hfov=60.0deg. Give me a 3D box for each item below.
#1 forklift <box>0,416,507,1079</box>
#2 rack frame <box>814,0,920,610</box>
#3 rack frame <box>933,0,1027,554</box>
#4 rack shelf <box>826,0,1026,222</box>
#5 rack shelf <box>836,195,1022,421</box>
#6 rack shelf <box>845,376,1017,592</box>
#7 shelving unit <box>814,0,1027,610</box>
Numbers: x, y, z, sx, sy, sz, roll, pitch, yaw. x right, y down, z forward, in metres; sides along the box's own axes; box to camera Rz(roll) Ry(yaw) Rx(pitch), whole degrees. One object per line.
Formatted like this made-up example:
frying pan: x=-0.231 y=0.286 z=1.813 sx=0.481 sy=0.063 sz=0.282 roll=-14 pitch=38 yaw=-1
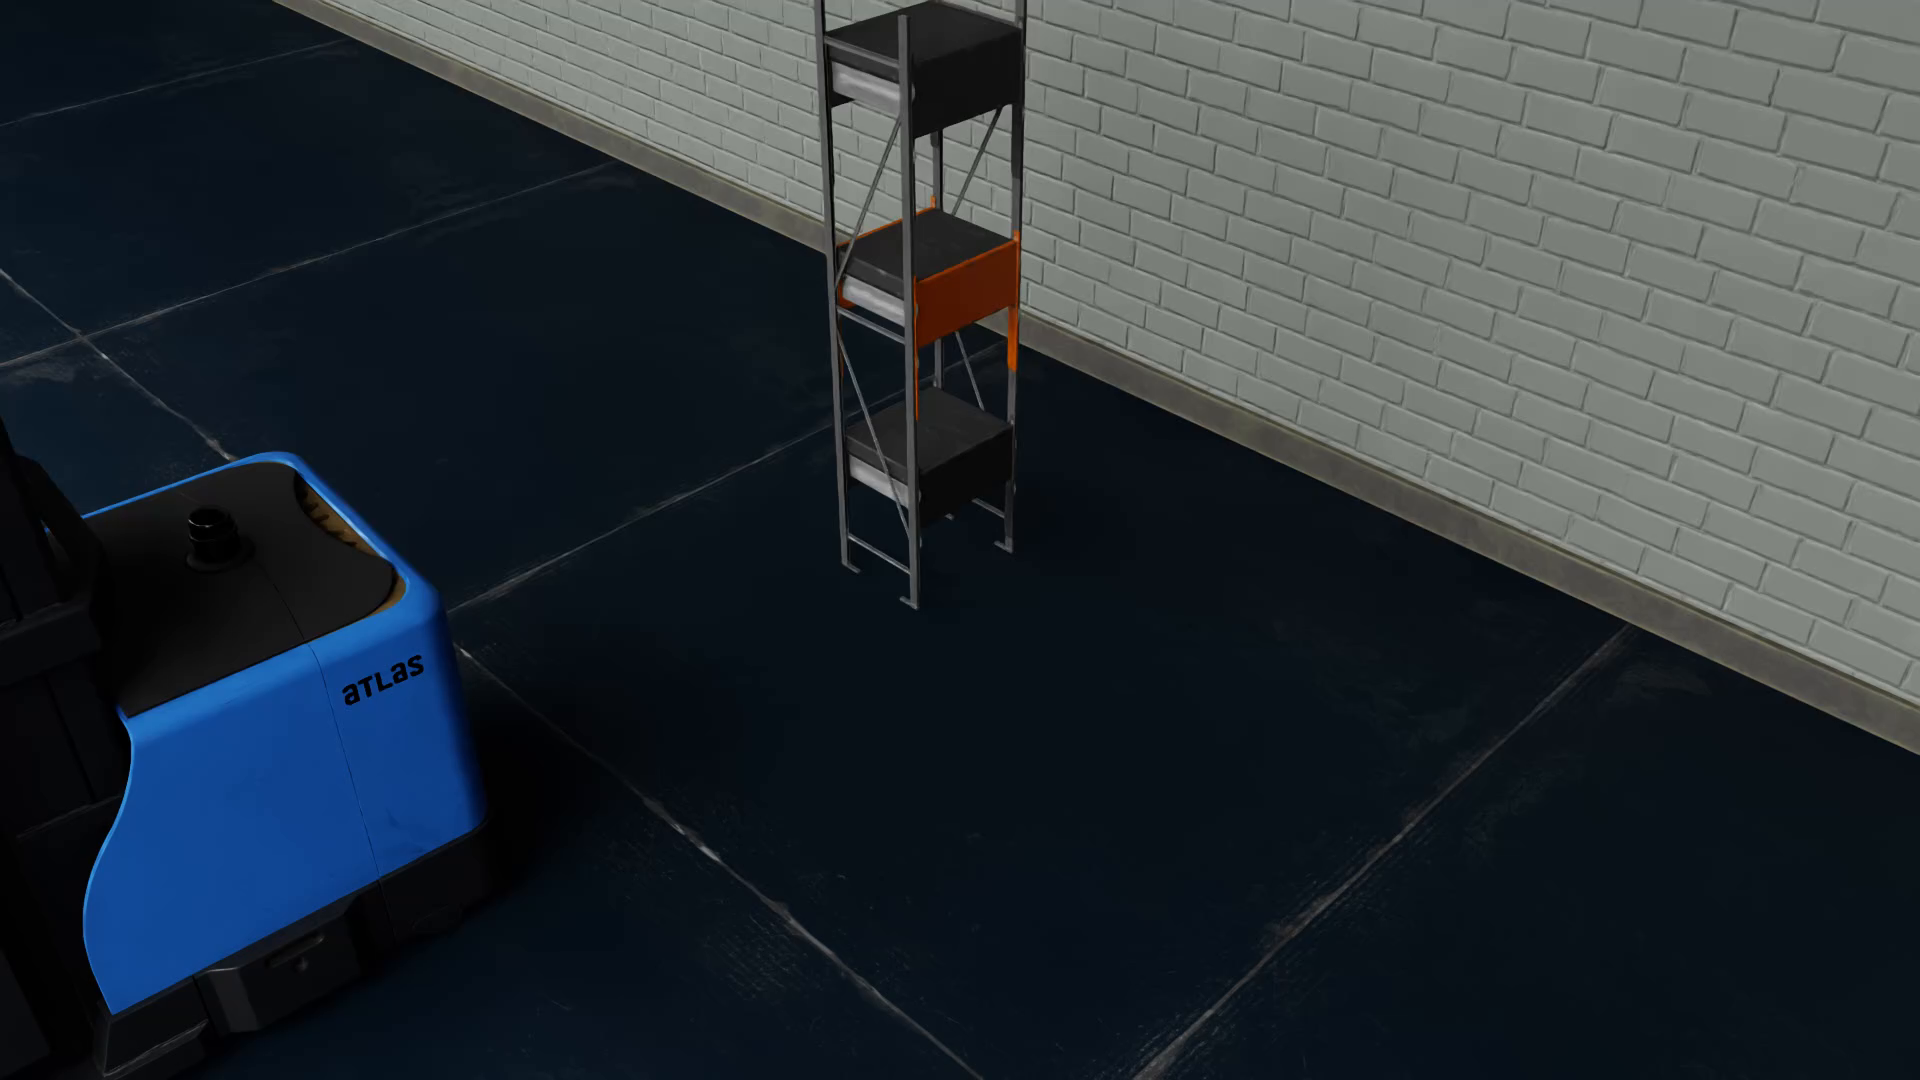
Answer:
forklift: x=-2.739 y=0.161 z=3.457 sx=3.031 sy=2.935 sz=1.130 roll=-26 pitch=43 yaw=-33
rack frame: x=-0.289 y=-0.695 z=5.411 sx=0.400 sy=2.100 sz=0.015 roll=30 pitch=45 yaw=35
rack frame: x=0.055 y=-0.893 z=5.695 sx=0.400 sy=2.100 sz=0.015 roll=30 pitch=45 yaw=35
rack shelf: x=-0.117 y=-1.357 z=5.160 sx=0.431 sy=0.518 sz=0.480 roll=30 pitch=45 yaw=35
rack shelf: x=-0.117 y=-0.783 z=5.561 sx=0.431 sy=0.518 sz=0.480 roll=30 pitch=45 yaw=35
rack shelf: x=-0.117 y=-0.209 z=5.961 sx=0.431 sy=0.518 sz=0.480 roll=30 pitch=45 yaw=35
shelving unit: x=-0.117 y=-0.794 z=5.553 sx=0.431 sy=2.100 sz=0.503 roll=30 pitch=45 yaw=35
